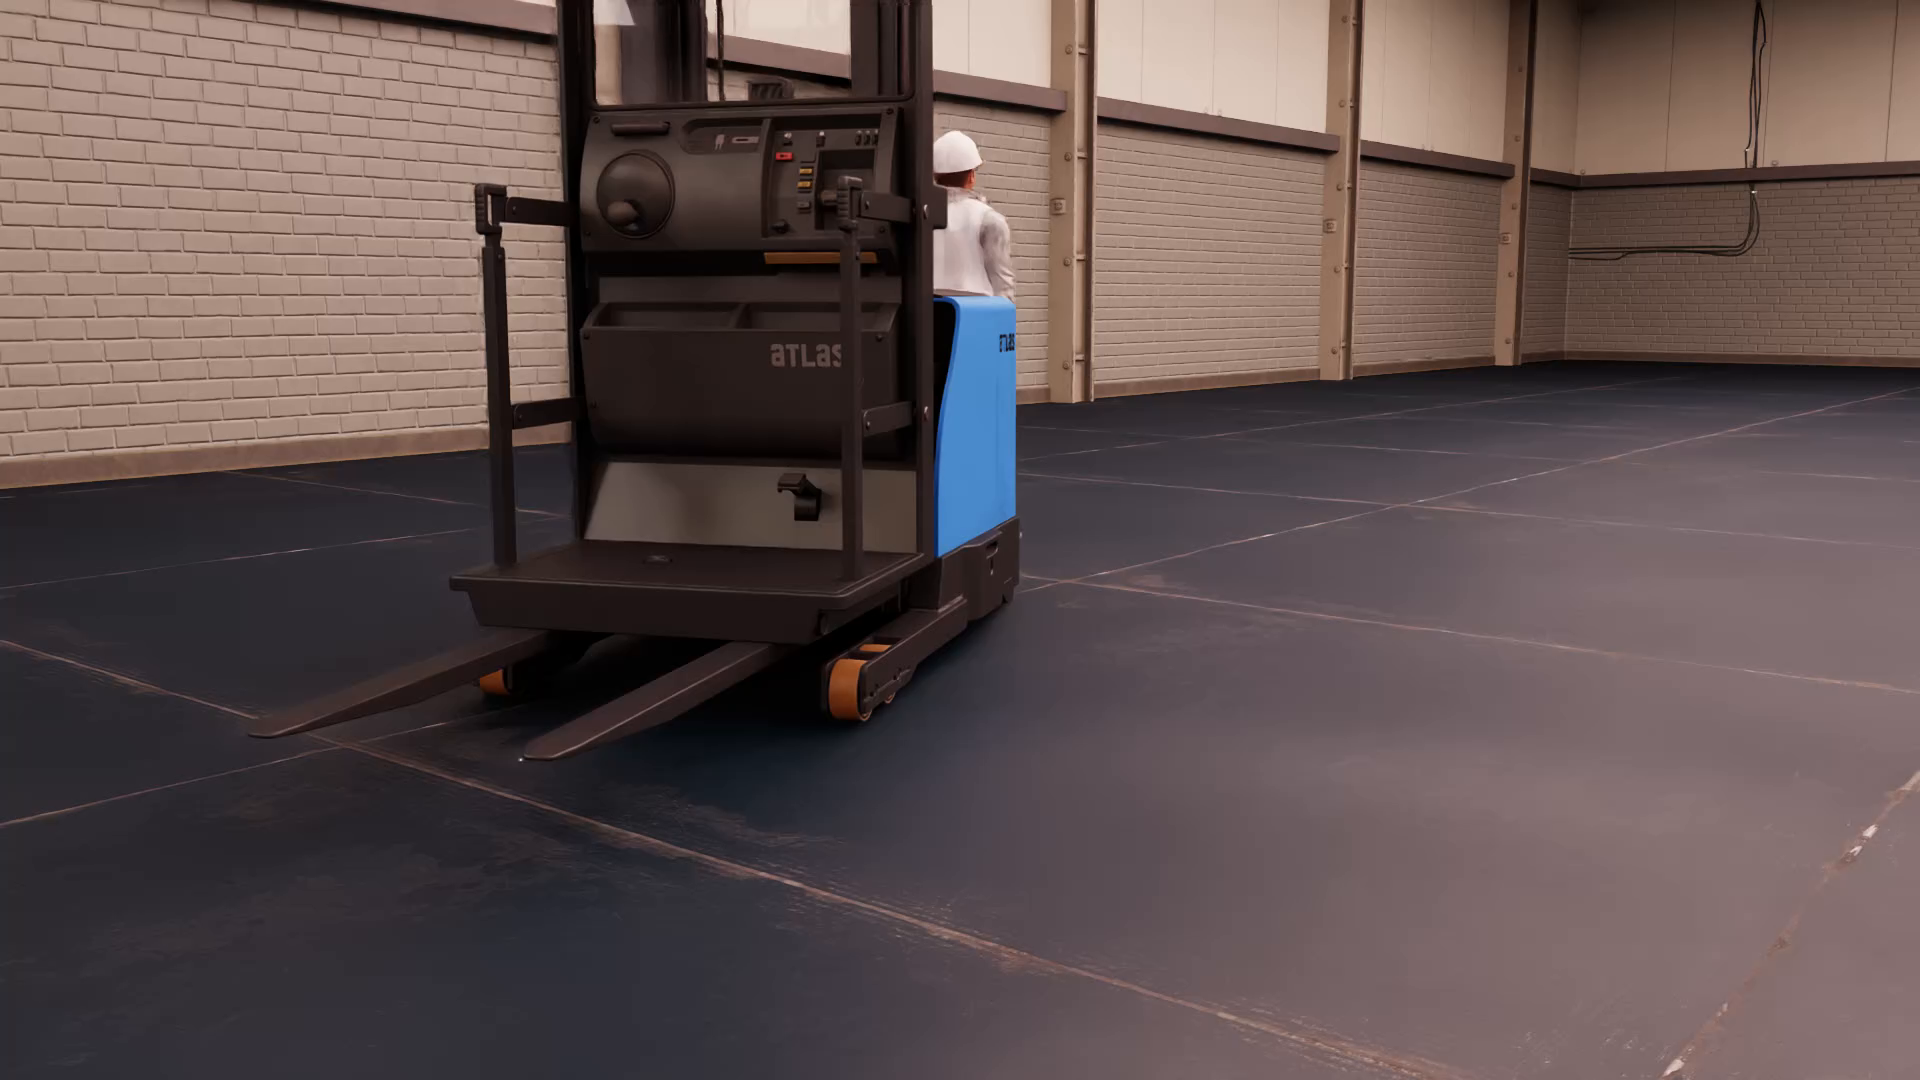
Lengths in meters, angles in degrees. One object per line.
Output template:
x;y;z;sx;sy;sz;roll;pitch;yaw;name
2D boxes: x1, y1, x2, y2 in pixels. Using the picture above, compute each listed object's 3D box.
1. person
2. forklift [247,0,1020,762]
-0.002;-0.878;7.298;0.542;1.772;0.408;2;9;16;person
-0.677;-1.048;4.441;1.130;2.935;3.031;2;9;15;forklift
